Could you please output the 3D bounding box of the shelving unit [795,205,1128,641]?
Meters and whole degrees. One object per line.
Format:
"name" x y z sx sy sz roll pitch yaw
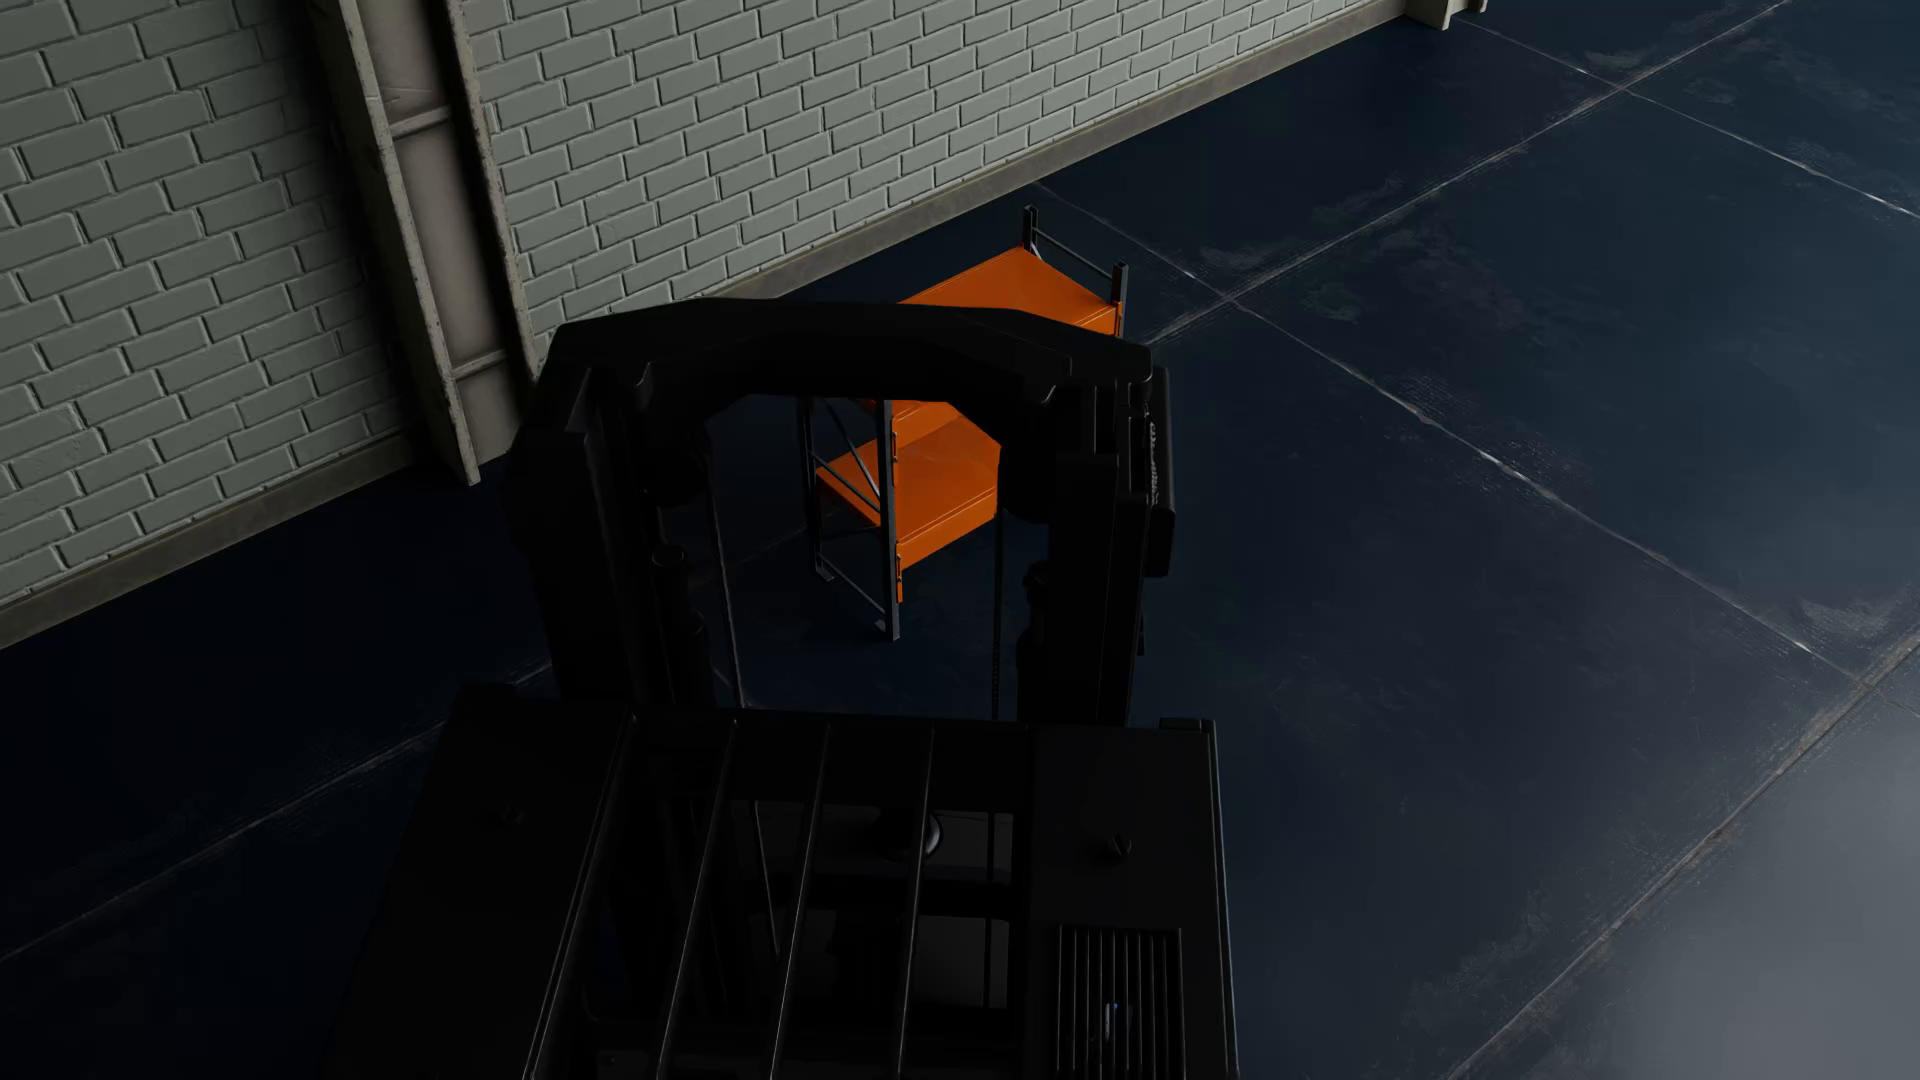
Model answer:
"shelving unit" 0.005 -0.413 5.868 1.048 1.125 0.538 -30 51 -28

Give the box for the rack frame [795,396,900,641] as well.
"rack frame" -0.385 -0.190 5.630 0.032 1.125 0.500 -30 51 -28

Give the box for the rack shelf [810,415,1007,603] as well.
"rack shelf" 0.005 -0.235 6.035 1.000 0.278 0.538 -30 51 -28

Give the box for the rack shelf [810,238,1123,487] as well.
"rack shelf" 0.005 -0.626 5.668 1.000 0.278 0.538 -30 51 -28

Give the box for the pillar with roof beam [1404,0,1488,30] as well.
"pillar with roof beam" 5.505 -4.029 3.966 0.400 9.000 9.100 -30 51 -28

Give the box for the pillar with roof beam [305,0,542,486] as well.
"pillar with roof beam" 0.902 -1.393 1.160 0.400 9.000 9.100 -30 51 -28

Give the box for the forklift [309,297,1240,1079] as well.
"forklift" -0.199 1.186 2.846 1.130 2.935 3.031 3 43 3

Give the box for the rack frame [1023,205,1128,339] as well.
"rack frame" 0.395 -0.636 6.106 0.032 1.125 0.500 -30 51 -28
